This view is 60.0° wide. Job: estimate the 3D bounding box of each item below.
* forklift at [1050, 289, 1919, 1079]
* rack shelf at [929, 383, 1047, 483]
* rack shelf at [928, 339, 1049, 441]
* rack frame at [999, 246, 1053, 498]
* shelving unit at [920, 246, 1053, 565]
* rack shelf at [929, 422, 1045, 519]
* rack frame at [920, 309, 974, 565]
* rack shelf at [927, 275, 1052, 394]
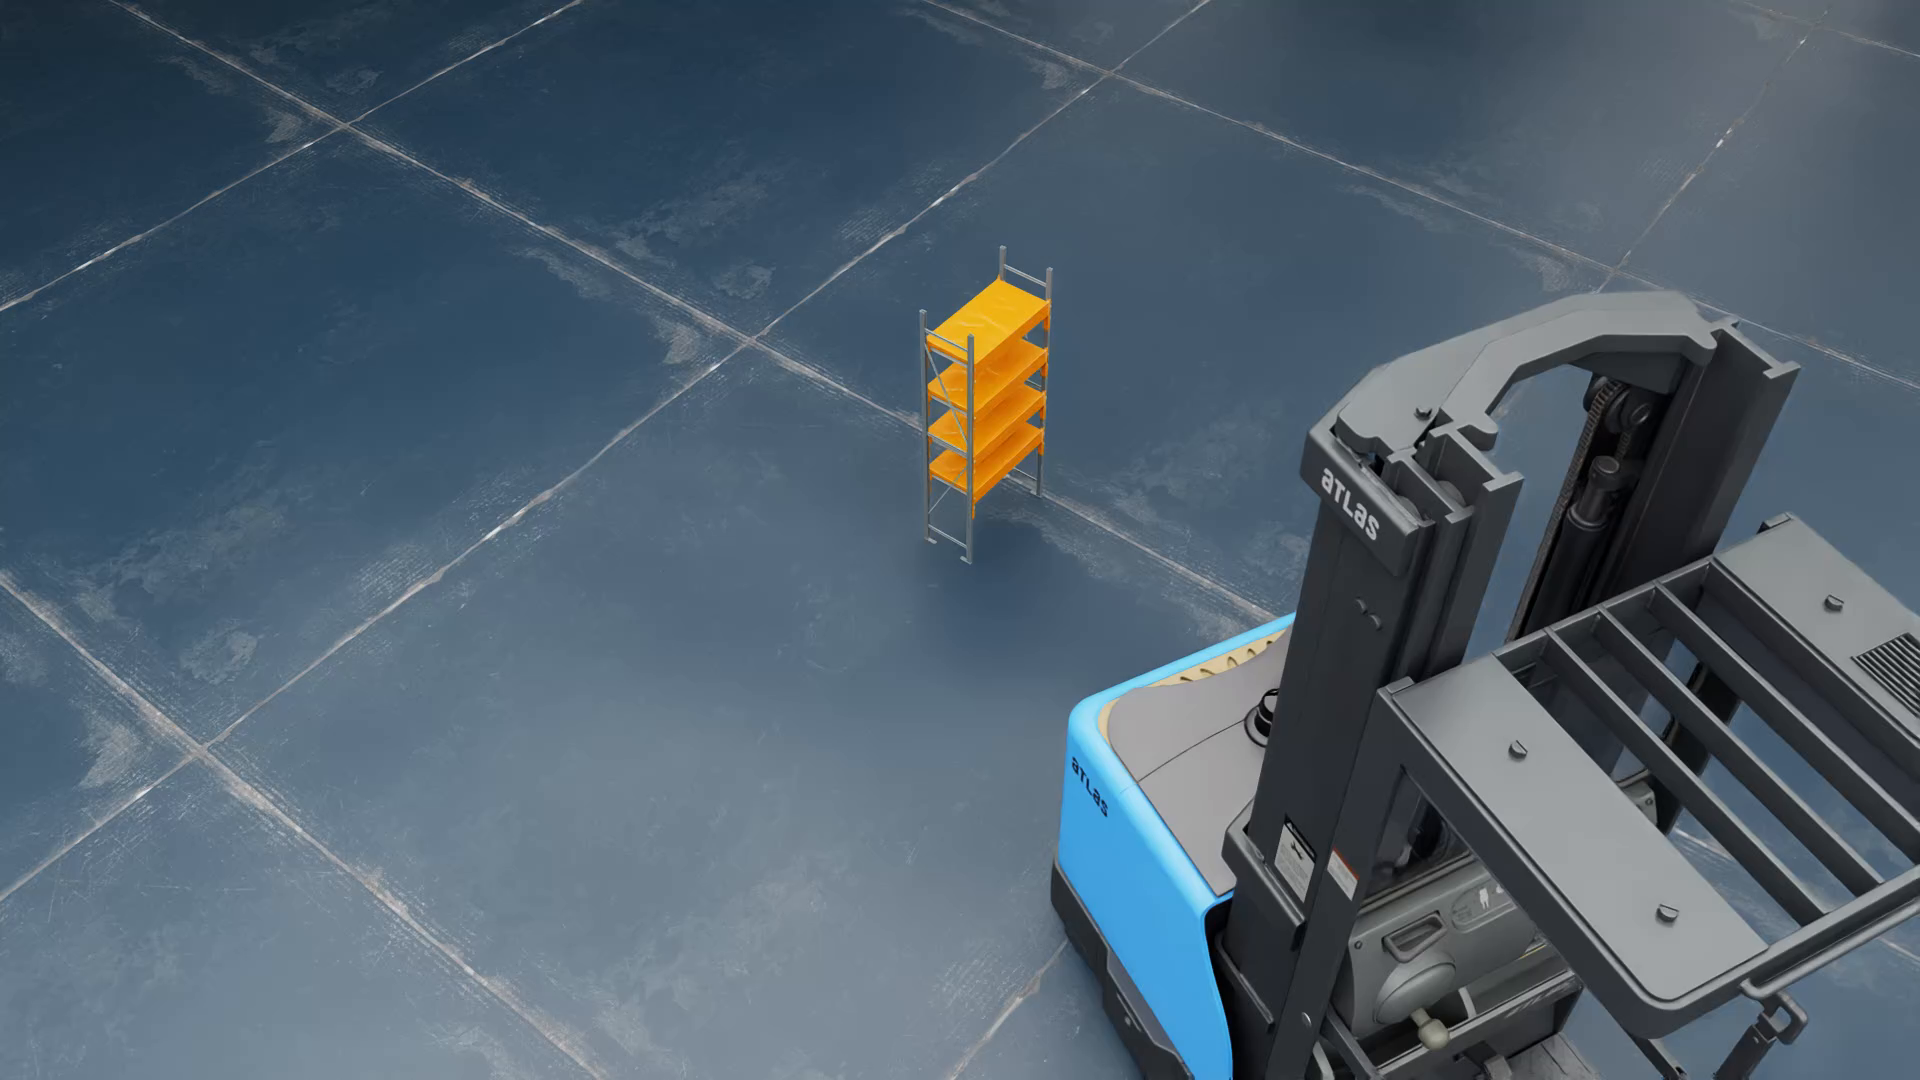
[{"bbox_3d":[1.422,1.018,3.916,1.130,2.935,3.031,-20,50,-18],"label":"forklift"},{"bbox_3d":[0.101,-0.463,6.620,0.258,0.148,0.480,29,53,25],"label":"rack shelf"},{"bbox_3d":[0.101,-0.617,6.458,0.258,0.148,0.480,29,53,25],"label":"rack shelf"},{"bbox_3d":[0.250,-0.649,6.705,0.240,1.200,0.015,29,53,25],"label":"rack frame"},{"bbox_3d":[0.101,-0.509,6.571,0.258,1.200,0.503,29,53,25],"label":"shelving unit"},{"bbox_3d":[0.101,-0.326,6.764,0.258,0.148,0.480,29,53,25],"label":"rack shelf"},{"bbox_3d":[-0.048,-0.370,6.438,0.240,1.200,0.015,29,53,25],"label":"rack frame"},{"bbox_3d":[0.101,-0.781,6.287,0.258,0.148,0.480,29,53,25],"label":"rack shelf"}]
